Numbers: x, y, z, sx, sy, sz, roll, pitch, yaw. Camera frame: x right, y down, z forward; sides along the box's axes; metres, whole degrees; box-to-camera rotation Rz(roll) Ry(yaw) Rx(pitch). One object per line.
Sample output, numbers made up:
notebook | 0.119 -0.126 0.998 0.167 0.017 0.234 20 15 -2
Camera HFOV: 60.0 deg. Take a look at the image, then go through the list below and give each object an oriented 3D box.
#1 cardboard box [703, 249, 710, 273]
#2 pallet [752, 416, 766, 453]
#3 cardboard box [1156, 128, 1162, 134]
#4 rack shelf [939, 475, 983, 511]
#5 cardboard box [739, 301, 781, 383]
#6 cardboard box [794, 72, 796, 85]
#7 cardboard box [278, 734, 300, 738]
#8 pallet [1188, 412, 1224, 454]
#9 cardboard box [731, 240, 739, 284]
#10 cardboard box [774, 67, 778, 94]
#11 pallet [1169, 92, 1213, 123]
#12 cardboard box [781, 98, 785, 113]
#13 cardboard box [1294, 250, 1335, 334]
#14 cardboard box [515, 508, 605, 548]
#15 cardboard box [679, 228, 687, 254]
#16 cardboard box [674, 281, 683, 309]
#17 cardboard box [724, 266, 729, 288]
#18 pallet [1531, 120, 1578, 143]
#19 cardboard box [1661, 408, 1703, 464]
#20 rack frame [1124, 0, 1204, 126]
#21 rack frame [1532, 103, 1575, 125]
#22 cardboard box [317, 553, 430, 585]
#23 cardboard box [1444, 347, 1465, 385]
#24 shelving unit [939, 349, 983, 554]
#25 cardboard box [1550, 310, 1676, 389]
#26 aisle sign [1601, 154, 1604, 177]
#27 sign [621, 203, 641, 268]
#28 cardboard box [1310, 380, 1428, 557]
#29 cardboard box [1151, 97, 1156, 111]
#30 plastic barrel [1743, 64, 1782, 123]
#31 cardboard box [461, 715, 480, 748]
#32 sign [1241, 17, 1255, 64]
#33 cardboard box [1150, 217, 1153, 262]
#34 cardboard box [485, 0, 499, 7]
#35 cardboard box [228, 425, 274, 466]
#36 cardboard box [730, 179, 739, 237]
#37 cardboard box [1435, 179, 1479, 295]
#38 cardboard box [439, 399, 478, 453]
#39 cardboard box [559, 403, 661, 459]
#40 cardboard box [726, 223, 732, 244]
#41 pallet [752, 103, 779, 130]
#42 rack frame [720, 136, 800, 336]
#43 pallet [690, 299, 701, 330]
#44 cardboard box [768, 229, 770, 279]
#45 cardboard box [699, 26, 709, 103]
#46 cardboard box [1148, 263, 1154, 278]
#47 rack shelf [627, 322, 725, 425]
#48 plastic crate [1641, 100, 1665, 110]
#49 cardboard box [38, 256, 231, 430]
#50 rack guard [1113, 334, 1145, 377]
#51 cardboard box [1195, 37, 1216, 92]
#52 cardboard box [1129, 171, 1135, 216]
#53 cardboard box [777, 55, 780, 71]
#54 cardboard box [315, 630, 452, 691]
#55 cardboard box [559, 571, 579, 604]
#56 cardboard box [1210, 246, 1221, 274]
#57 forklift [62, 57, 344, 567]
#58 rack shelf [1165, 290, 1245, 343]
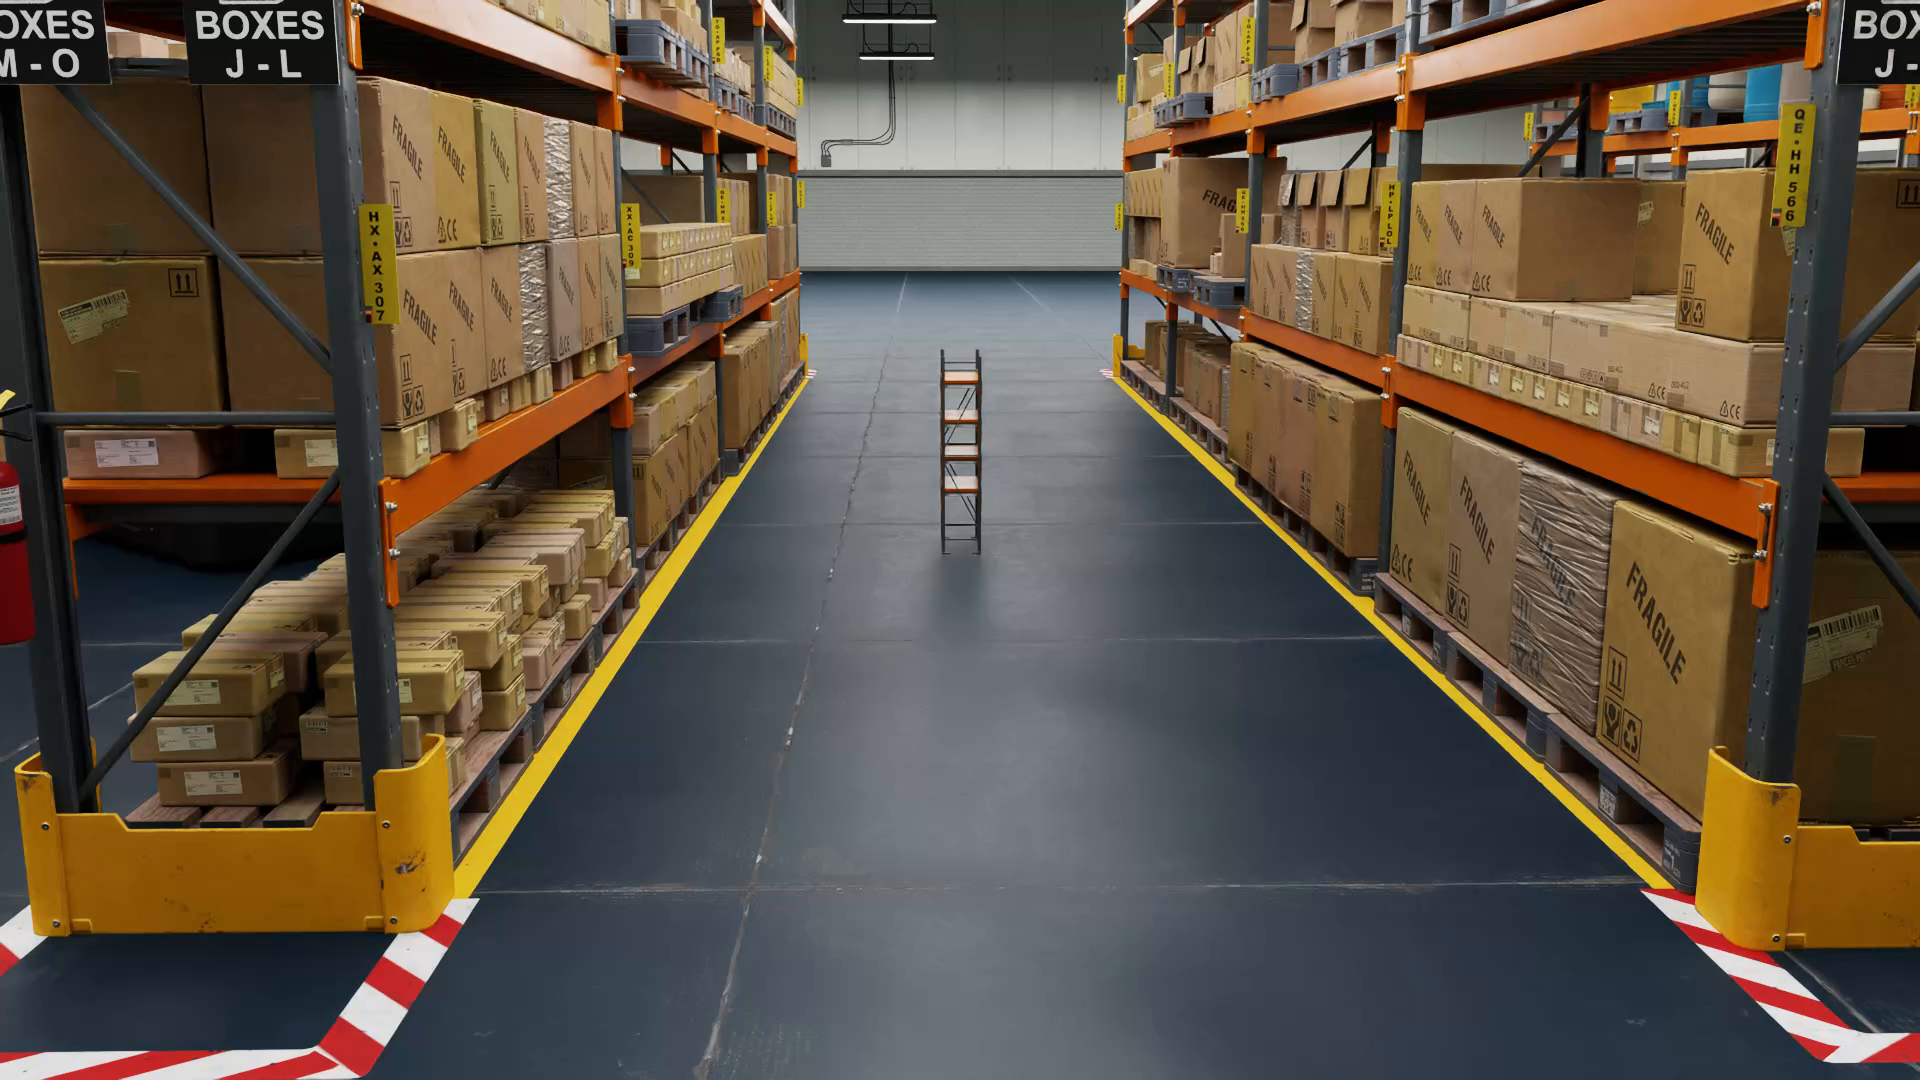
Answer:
cardboard box | -1.818 -1.800 10.713 0.380 0.149 0.250 0 11 0
pallet | -2.275 -0.956 14.742 1.003 0.211 1.213 0 11 -1
cardboard box | 2.295 -4.309 17.089 0.500 0.250 0.500 0 11 0
rack shelf | 0.003 -0.295 10.330 0.258 0.148 0.480 0 11 -1
cardboard box | -2.338 -2.009 17.205 0.875 0.875 0.875 0 11 0
cardboard box | -2.131 -5.441 19.609 0.380 0.149 0.250 0 11 -1
cardboard box | -2.473 0.703 5.663 0.380 0.149 0.250 0 11 1
pallet | 2.612 -0.955 14.735 1.003 0.211 1.213 0 11 -1
cardboard box | -2.065 -2.164 13.432 0.500 0.500 0.500 0 11 -2
cardboard box | -2.137 -4.715 17.032 0.500 0.250 0.500 0 11 -2
pallet | 2.497 -3.768 14.516 1.213 0.211 1.003 0 11 -1
cardboard box | -2.094 -4.697 17.947 0.380 0.149 0.250 0 11 0
cardboard box | 2.422 -1.572 10.511 0.500 0.500 0.500 0 11 -1
cardboard box | -1.905 -0.059 7.925 0.380 0.149 0.250 0 11 -2
cardboard box | -1.795 -1.739 9.667 0.380 0.149 0.250 0 11 -2
cardboard box | -1.791 -1.397 9.474 0.380 0.149 0.250 0 11 -1
cardboard box | -1.839 -1.861 11.764 0.380 0.149 0.250 0 11 -1
pallet | 7.355 -4.747 19.347 1.003 0.211 1.213 0 11 -1
cardboard box | 2.470 -0.332 5.283 0.380 0.149 0.250 0 11 -1
rack frame | 2.483 -6.455 19.742 1.000 3.000 0.127 0 11 -1
rack frame | 7.435 -6.475 19.842 1.000 3.000 0.127 0 11 -1
cardboard box | -2.423 0.151 6.888 0.380 0.149 0.250 0 11 -1
cardboard box | 2.424 -0.789 7.536 0.380 0.149 0.250 -1 11 -3
shelving unit | 0.003 -0.555 10.278 0.258 1.200 0.503 0 11 -1
cardboard box | 2.518 -0.704 6.112 0.500 0.250 0.500 -1 11 -3
aisle sign | 7.731 -4.824 20.257 0.394 0.787 0.004 0 11 -1
sign | -1.687 -1.557 8.511 0.100 0.325 0.005 0 11 -1
cardboard box | 2.698 -0.421 9.377 1.225 0.875 0.875 0 11 -1
cardboard box | 2.238 -4.637 17.700 0.380 0.149 0.250 0 11 2
plastic barrel | 7.745 -4.355 15.677 0.600 0.901 0.708 0 11 -1
cardboard box | -1.937 0.651 5.919 0.380 0.149 0.250 0 11 -1
sign | 2.106 -3.646 12.141 0.100 0.325 0.005 0 11 -1
cardboard box | 2.563 -3.302 18.291 0.875 0.500 0.500 0 11 -1
cardboard box | -1.931 -2.028 5.842 0.500 0.250 0.500 -1 11 -3
cardboard box | -2.404 -0.324 5.243 0.380 0.149 0.250 0 11 -1
cardboard box | -2.356 -2.957 14.823 0.700 0.500 0.500 0 11 -1
cardboard box | 2.488 -1.375 7.534 0.500 0.500 0.500 0 11 -1
cardboard box | -1.825 -0.380 5.522 0.380 0.149 0.250 -1 11 -3
cardboard box | -1.981 -0.625 9.441 0.500 0.250 0.500 -1 11 -4
cardboard box | -1.844 -2.203 11.951 0.380 0.149 0.250 -1 11 -3
pallet | -2.401 -4.308 16.930 1.003 0.211 1.213 0 11 -1
rack frame | -2.478 -3.514 20.337 1.000 3.000 0.127 0 11 -1
pallet | -2.230 -1.437 10.578 1.003 0.211 1.213 0 11 -1
cardboard box | -2.448 -2.975 17.302 0.875 0.550 0.550 0 11 -1
cardboard box | -2.046 -3.331 11.636 0.500 0.500 0.500 0 11 -1
cardboard box | 2.251 -2.936 18.119 0.380 0.149 0.250 0 11 -1
rack shelf | -2.271 -1.174 10.610 1.077 0.370 4.000 0 11 -1
plastic crate | 7.776 -4.619 18.280 0.392 0.384 0.575 0 11 -1
cardboard box | -2.414 -0.617 5.055 0.500 0.500 0.500 0 11 0
rack guard | 2.485 -2.274 20.512 1.175 0.500 0.348 0 11 -1
cardboard box | 2.497 -4.165 14.683 0.797 0.503 0.637 0 11 1
cardboard box | 2.226 -3.989 19.165 0.500 0.500 0.500 0 11 -1
cardboard box | -2.086 -4.988 17.376 0.380 0.149 0.250 0 11 -1
cardboard box | -1.944 0.406 5.630 0.380 0.149 0.250 0 11 0
cardboard box | -1.932 0.186 7.465 0.380 0.149 0.250 0 11 0
cardboard box | 2.344 -2.395 14.100 0.396 0.266 0.258 -1 11 -3
forklift | -5.046 -1.504 10.599 3.031 2.935 1.130 11 16 42
rack shelf | 2.607 -1.969 14.531 1.077 0.370 4.000 0 11 -1
